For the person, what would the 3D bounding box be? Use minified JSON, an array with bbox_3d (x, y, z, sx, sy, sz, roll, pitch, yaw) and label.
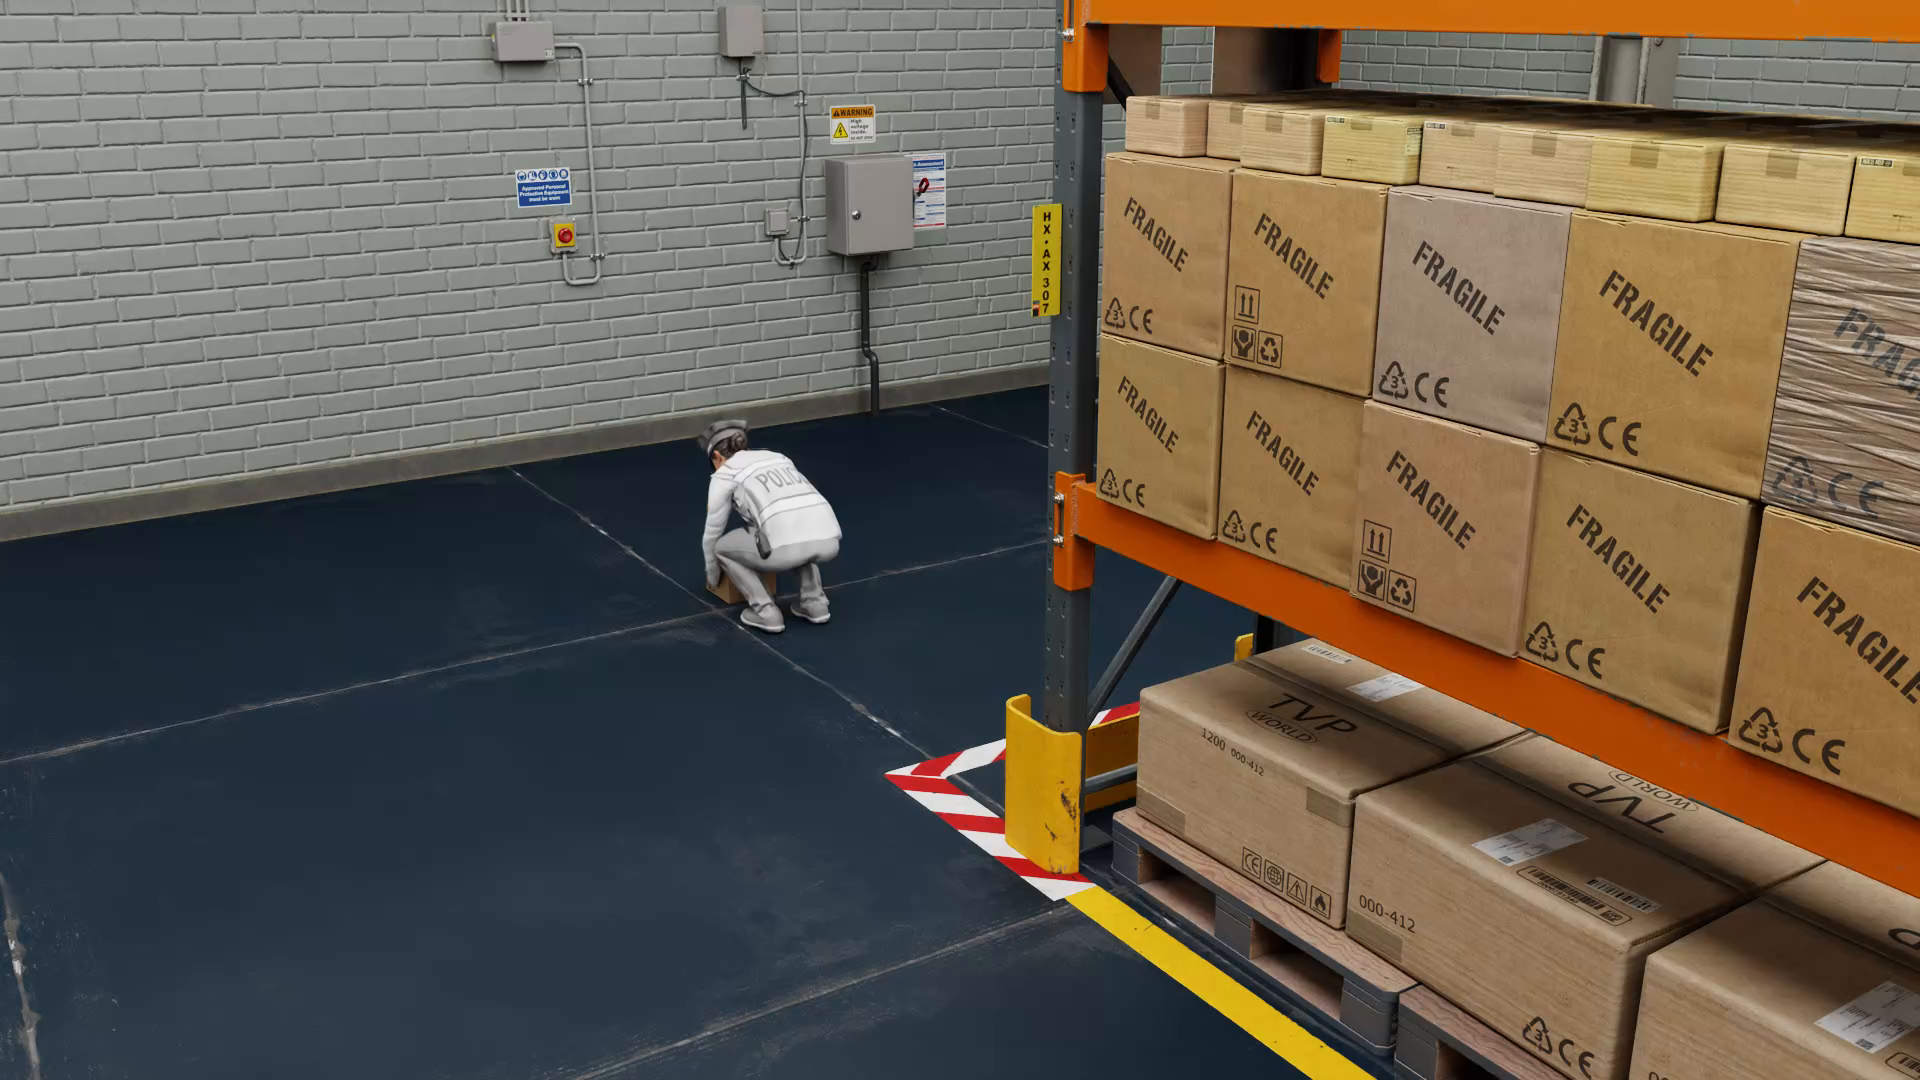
[{"bbox_3d":[-0.881,-0.076,7.562,0.483,0.876,0.856,-12,21,-31],"label":"person"}]
